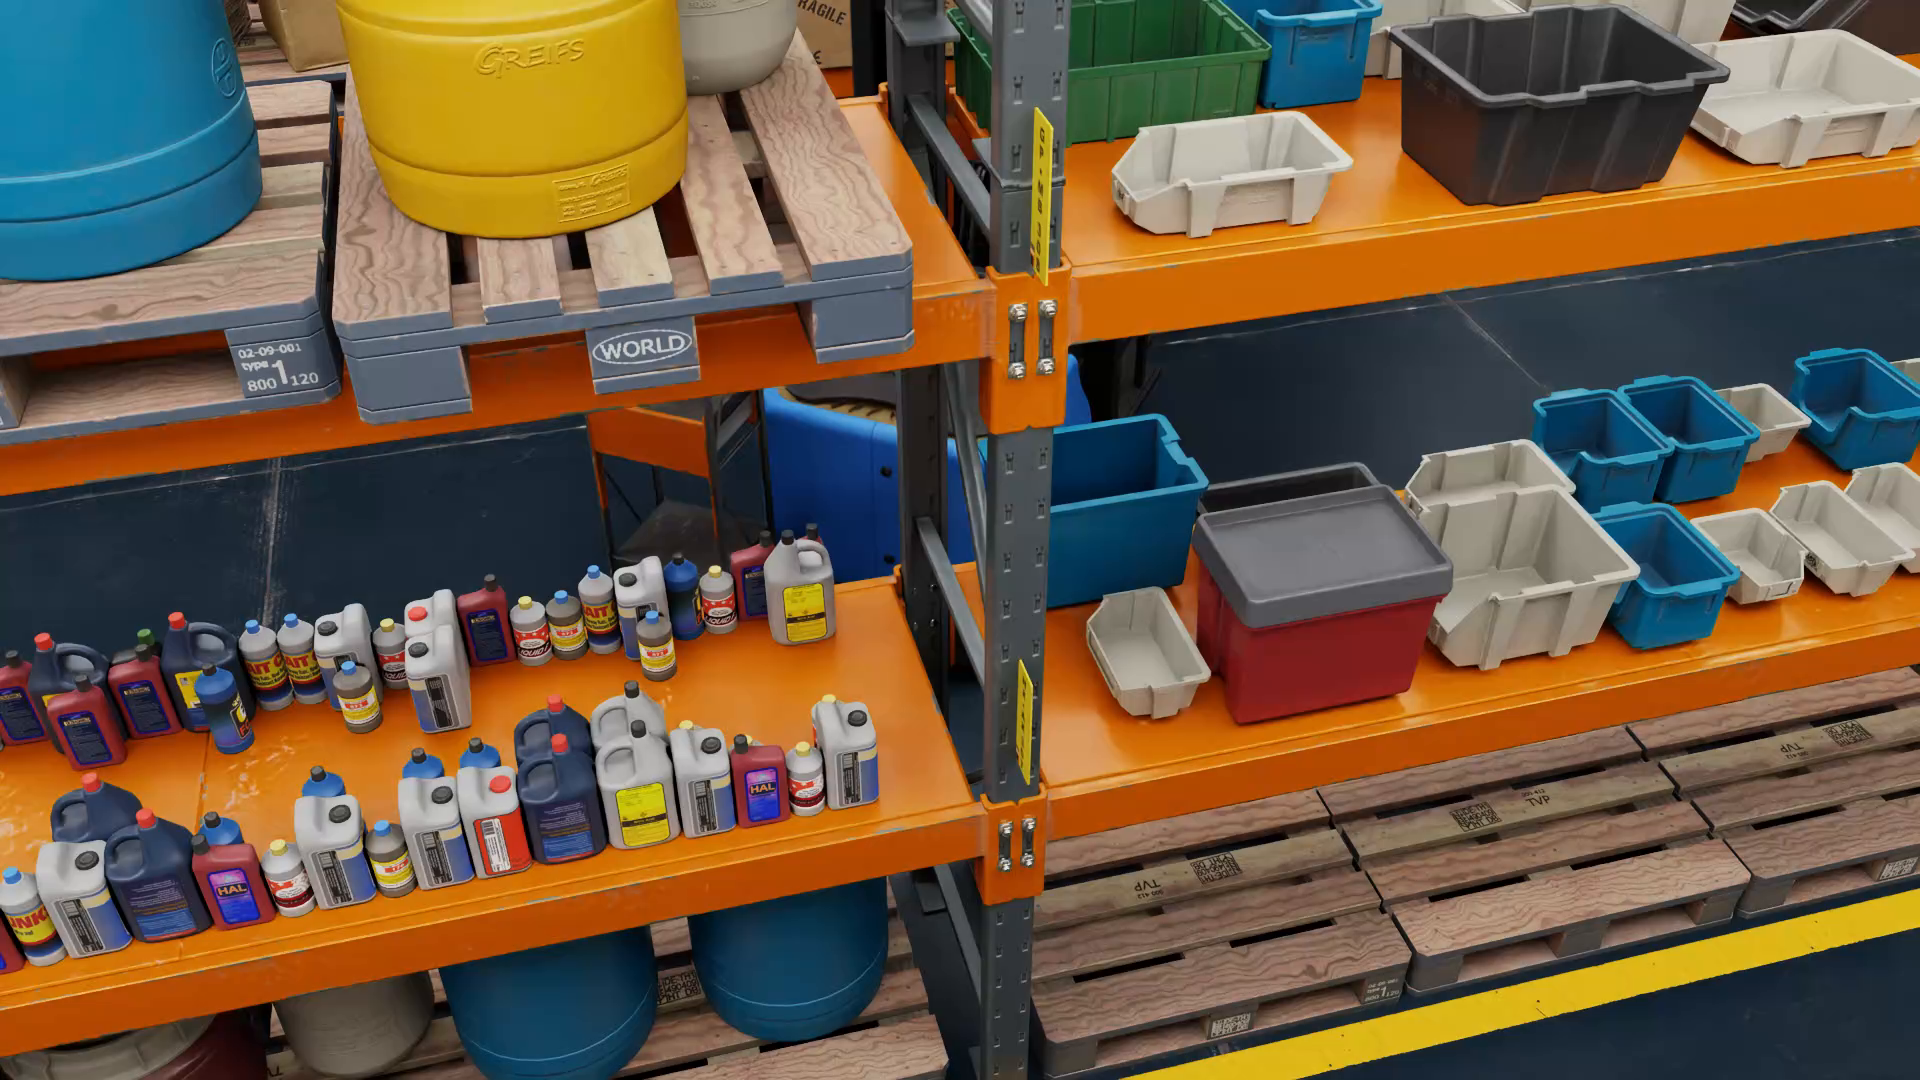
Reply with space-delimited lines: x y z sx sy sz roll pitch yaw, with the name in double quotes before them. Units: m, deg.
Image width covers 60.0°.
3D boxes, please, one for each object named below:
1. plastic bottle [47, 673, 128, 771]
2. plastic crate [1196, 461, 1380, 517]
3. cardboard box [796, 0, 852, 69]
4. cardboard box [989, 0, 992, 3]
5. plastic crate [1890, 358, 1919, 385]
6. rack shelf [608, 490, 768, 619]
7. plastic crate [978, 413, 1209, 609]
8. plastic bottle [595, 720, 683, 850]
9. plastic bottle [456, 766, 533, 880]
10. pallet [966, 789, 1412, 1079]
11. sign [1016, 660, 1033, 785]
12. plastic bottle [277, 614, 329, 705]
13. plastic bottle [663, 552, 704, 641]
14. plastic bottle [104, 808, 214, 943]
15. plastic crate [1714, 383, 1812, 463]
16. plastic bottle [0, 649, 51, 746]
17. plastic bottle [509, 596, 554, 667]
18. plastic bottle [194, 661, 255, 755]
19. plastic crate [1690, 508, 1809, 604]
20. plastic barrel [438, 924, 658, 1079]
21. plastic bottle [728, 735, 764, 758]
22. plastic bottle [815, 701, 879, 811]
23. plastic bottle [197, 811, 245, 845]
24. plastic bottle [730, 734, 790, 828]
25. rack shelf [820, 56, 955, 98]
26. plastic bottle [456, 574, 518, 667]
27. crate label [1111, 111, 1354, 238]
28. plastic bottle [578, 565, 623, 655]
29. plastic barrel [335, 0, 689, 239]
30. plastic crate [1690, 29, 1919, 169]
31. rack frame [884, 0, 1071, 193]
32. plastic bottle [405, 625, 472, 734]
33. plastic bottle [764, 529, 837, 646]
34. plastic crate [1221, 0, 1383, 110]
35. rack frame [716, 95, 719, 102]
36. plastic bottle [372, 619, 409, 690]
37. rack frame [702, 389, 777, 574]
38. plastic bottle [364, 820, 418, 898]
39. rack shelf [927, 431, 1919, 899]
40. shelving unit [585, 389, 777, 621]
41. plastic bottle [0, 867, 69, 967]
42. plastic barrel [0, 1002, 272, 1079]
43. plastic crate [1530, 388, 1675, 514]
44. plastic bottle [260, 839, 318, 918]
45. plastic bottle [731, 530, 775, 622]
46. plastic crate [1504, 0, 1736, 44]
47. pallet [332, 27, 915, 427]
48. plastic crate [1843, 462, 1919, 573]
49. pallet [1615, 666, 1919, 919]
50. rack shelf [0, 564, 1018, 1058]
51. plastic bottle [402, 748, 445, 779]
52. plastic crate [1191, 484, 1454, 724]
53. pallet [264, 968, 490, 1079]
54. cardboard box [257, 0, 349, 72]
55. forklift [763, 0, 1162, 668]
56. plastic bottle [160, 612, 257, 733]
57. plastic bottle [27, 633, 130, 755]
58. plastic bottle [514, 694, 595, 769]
"plastic bottle" -2.251 0.465 4.269 0.133 0.283 0.061 -9 38 -12
"plastic crate" 1.023 -0.024 4.990 0.590 0.125 0.437 -9 38 -12
"cardboard box" -0.712 -2.641 8.152 0.500 0.500 0.500 -8 38 -11
"cardboard box" 0.265 -2.802 8.362 0.500 0.500 0.500 -10 38 -12
"plastic crate" 3.218 -0.479 5.575 0.298 0.136 0.250 -9 38 -12
"rack shelf" -1.019 0.177 6.465 0.480 0.518 0.431 13 39 17
"plastic crate" 0.374 -0.066 4.831 0.575 0.384 0.392 -9 38 -12
"plastic bottle" -0.790 0.582 4.060 0.185 0.351 0.144 -9 38 -12
"plastic bottle" -1.124 0.664 4.015 0.135 0.276 0.152 -9 38 -12
"pallet" 0.712 1.194 5.516 1.213 0.211 1.003 -9 38 -12
"sign" 0.154 0.438 3.980 0.005 0.325 0.100 -9 38 -12
"plastic bottle" -1.771 0.312 4.479 0.097 0.271 0.097 0 37 0
"plastic bottle" -0.782 0.150 4.691 0.097 0.271 0.097 0 37 0
"plastic bottle" -1.853 0.757 3.832 0.185 0.351 0.144 -9 38 -12
"plastic crate" 2.564 -0.372 5.435 0.298 0.136 0.250 -9 38 -12
"plastic bottle" -2.467 0.410 4.341 0.133 0.283 0.061 -9 38 -12
"plastic bottle" -1.194 0.245 4.624 0.097 0.201 0.097 0 37 0
"plastic bottle" -1.921 0.427 4.328 0.097 0.271 0.097 0 37 0
"plastic crate" 2.307 0.062 4.868 0.250 0.136 0.298 -9 38 -12
"plastic barrel" -1.201 1.080 4.750 0.708 0.901 0.600 -9 38 -12
"plastic bottle" -0.533 0.576 4.192 0.097 0.201 0.097 0 37 0
"plastic bottle" -0.284 0.527 4.195 0.135 0.276 0.152 -9 38 -12
"plastic bottle" -1.727 0.744 3.914 0.097 0.271 0.097 0 37 0
"plastic bottle" -0.495 0.587 4.110 0.133 0.283 0.061 -9 38 -12
"rack shelf" 0.655 -2.712 8.918 4.000 0.370 1.077 -9 38 -12
"plastic bottle" -1.310 0.220 4.589 0.133 0.283 0.061 -9 38 -12
"crate label" 0.560 -0.769 3.535 0.466 0.136 0.293 -9 38 -12
"plastic bottle" -1.006 0.187 4.643 0.097 0.271 0.097 0 37 0
"plastic barrel" -0.816 -0.944 3.046 0.600 0.588 0.600 0 37 0
"plastic crate" 1.944 -1.022 3.866 0.530 0.136 0.437 -9 38 -12
"rack frame" 0.012 -2.157 2.664 0.127 3.000 1.000 -9 38 -12
"plastic bottle" -1.388 0.360 4.412 0.135 0.276 0.152 -9 38 -12
"plastic bottle" -0.451 0.117 4.669 0.185 0.351 0.144 -9 38 -12
"plastic crate" 0.808 -1.231 4.059 0.300 0.233 0.416 -9 38 -12
"rack frame" -1.276 -2.681 8.286 0.127 3.000 1.000 -9 38 -12
"plastic bottle" -1.547 0.303 4.549 0.097 0.201 0.097 0 37 0
"rack frame" -0.792 -0.336 5.961 0.015 2.100 0.400 13 39 17
"plastic bottle" -1.358 0.750 3.965 0.097 0.201 0.097 0 37 0
"rack shelf" 1.943 0.194 5.119 4.000 0.370 1.077 -9 38 -12
"shelving unit" -1.019 -0.390 6.032 0.503 2.100 0.431 13 39 17
"plastic bottle" -2.113 0.846 3.781 0.097 0.271 0.097 0 37 0
"plastic barrel" -2.291 1.384 4.612 0.708 0.588 0.600 -9 38 -12
"plastic crate" 1.989 -0.264 5.214 0.300 0.233 0.416 -9 38 -12
"plastic bottle" -1.582 0.786 3.917 0.097 0.201 0.097 0 37 0
"plastic bottle" -0.582 0.101 4.746 0.133 0.283 0.061 -9 38 -12
"plastic crate" 1.654 -1.383 4.217 0.530 0.282 0.437 -9 38 -12
"pallet" -0.719 -0.710 3.395 1.003 0.211 1.213 -9 38 -12
"plastic crate" 2.850 -0.055 5.020 0.243 0.136 0.396 -9 38 -12
"pallet" 3.068 0.807 6.021 1.213 0.211 1.003 -9 38 -12
"rack shelf" -1.919 0.828 4.291 4.000 0.370 1.077 -9 38 -12
"plastic bottle" -1.304 0.617 4.080 0.097 0.271 0.097 0 37 0
"plastic crate" 0.940 0.182 4.442 0.583 0.464 0.402 -9 38 -12
"pallet" -1.924 1.626 4.951 1.213 0.211 1.003 -9 38 -12
"cardboard box" -2.965 -2.571 7.714 0.500 0.500 0.700 -19 41 -23
"forklift" 0.258 -1.552 6.867 1.130 2.935 3.031 14 40 18
"plastic bottle" -1.995 0.332 4.388 0.185 0.351 0.144 -9 38 -12
"plastic bottle" -2.302 0.382 4.322 0.185 0.351 0.144 -9 38 -12
"plastic bottle" -1.006 0.527 4.133 0.185 0.351 0.144 -9 38 -12
